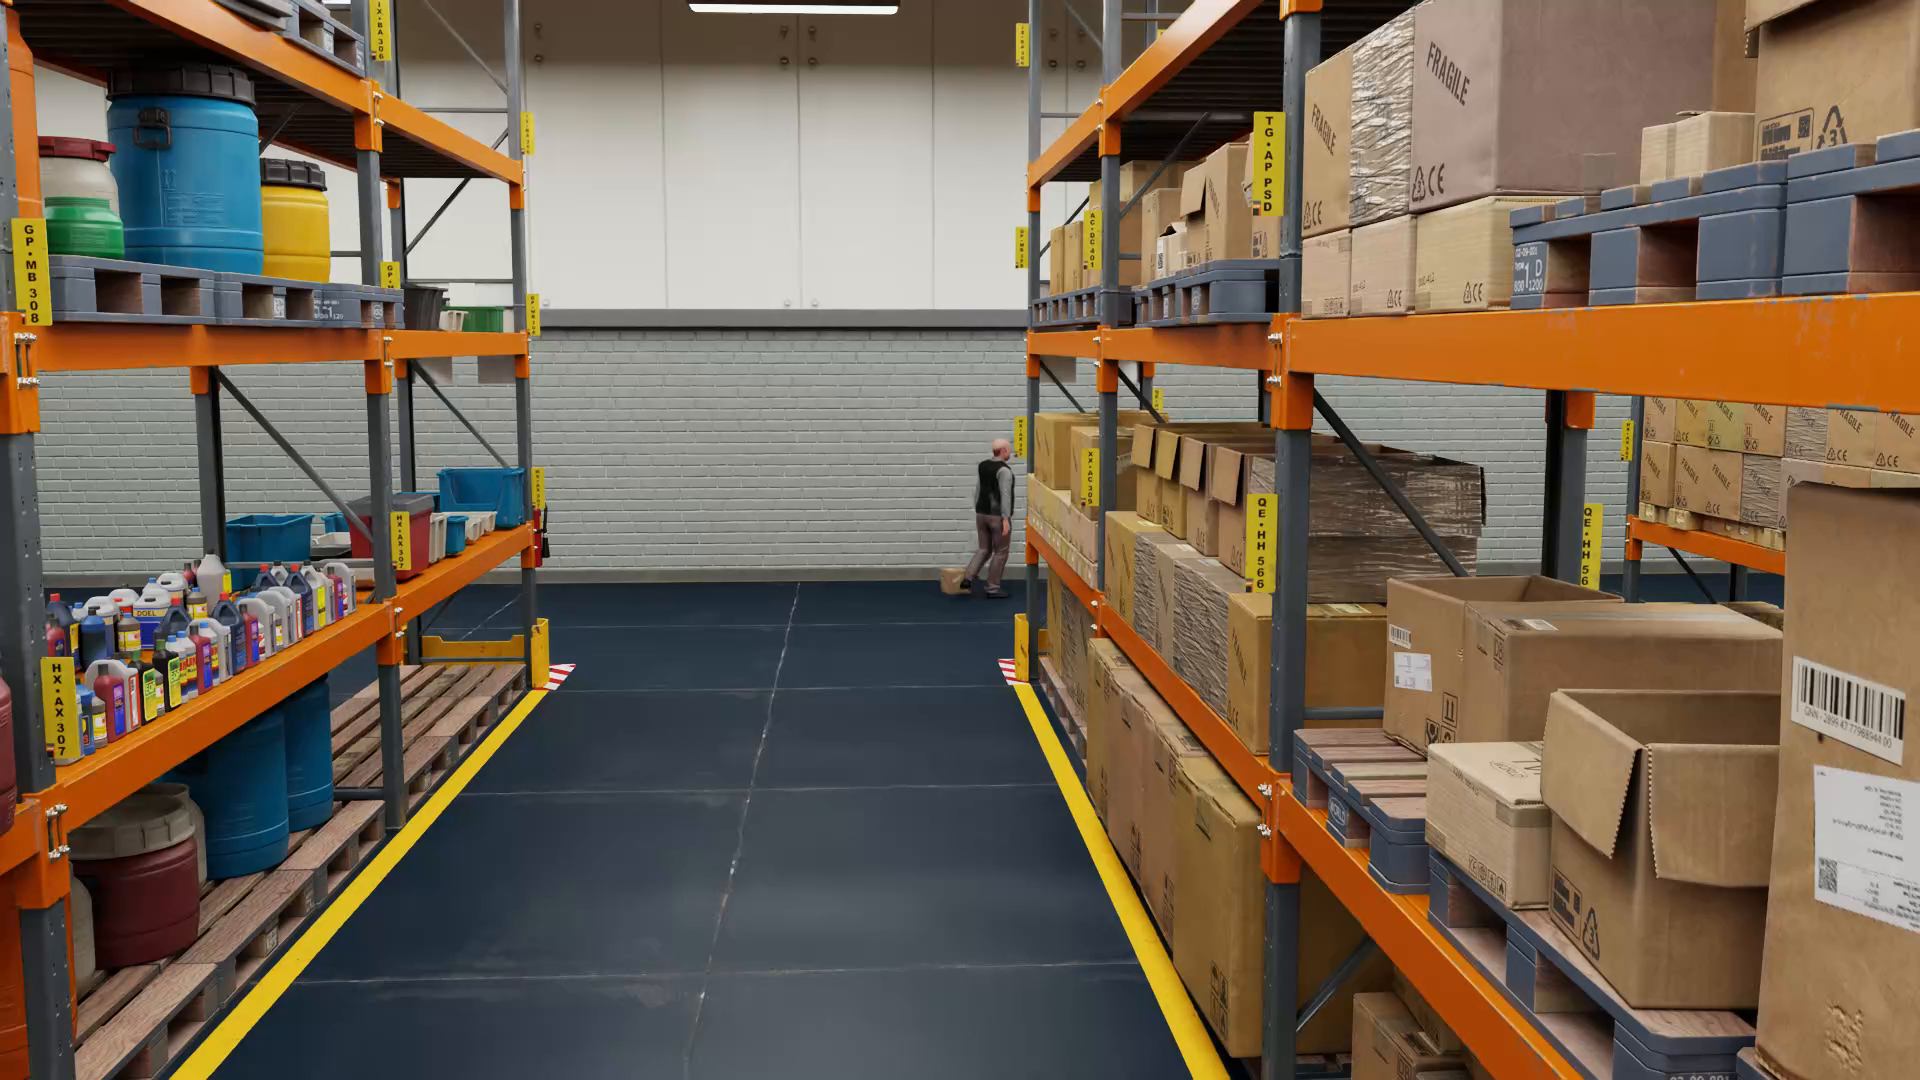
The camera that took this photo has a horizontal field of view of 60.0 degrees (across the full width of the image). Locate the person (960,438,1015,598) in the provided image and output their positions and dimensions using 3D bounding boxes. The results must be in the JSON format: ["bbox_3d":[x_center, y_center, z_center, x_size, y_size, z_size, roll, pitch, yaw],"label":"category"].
[{"bbox_3d":[0.303,-0.225,17.752,0.549,1.714,0.593,-5,9,-38],"label":"person"}]
